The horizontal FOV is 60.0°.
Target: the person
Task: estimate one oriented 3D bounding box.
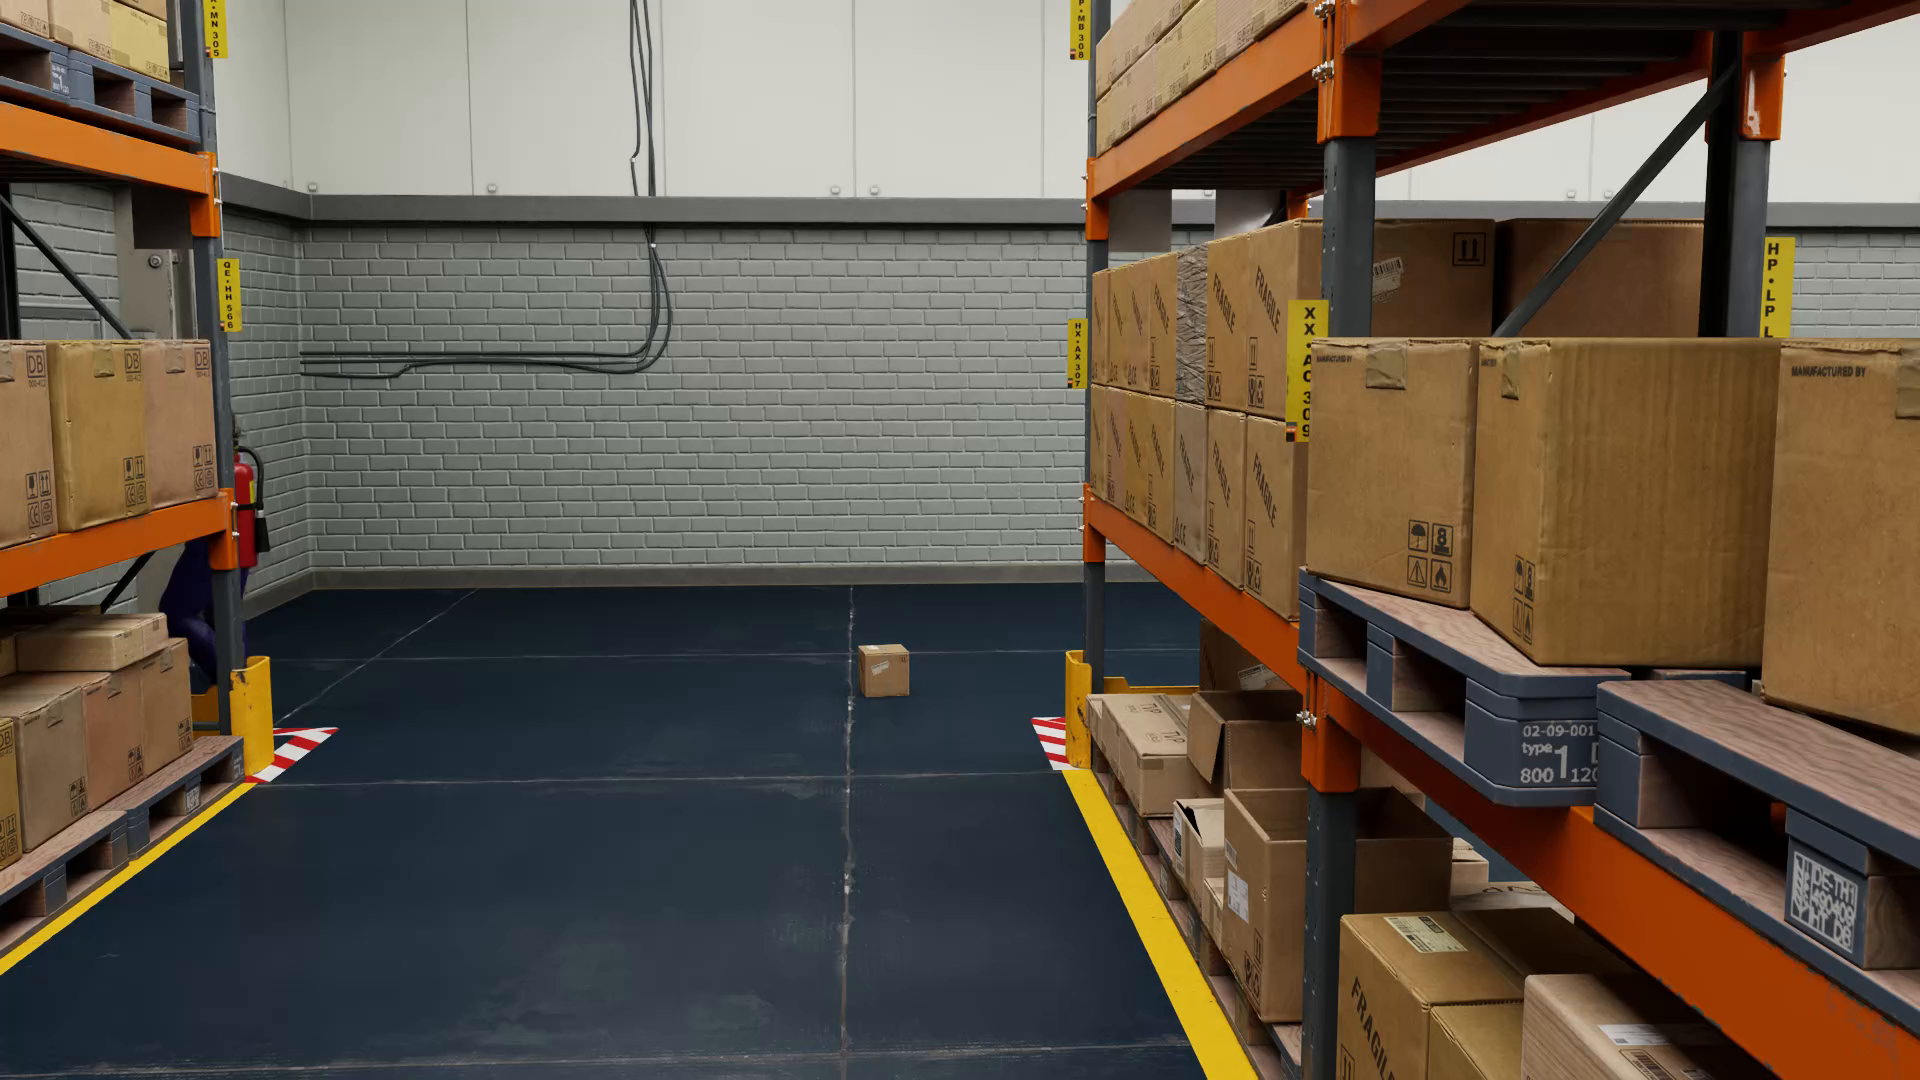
[{"bbox_3d":[-4.025,0.109,8.891,0.430,1.656,0.475,-1,7,-11],"label":"person"}]
